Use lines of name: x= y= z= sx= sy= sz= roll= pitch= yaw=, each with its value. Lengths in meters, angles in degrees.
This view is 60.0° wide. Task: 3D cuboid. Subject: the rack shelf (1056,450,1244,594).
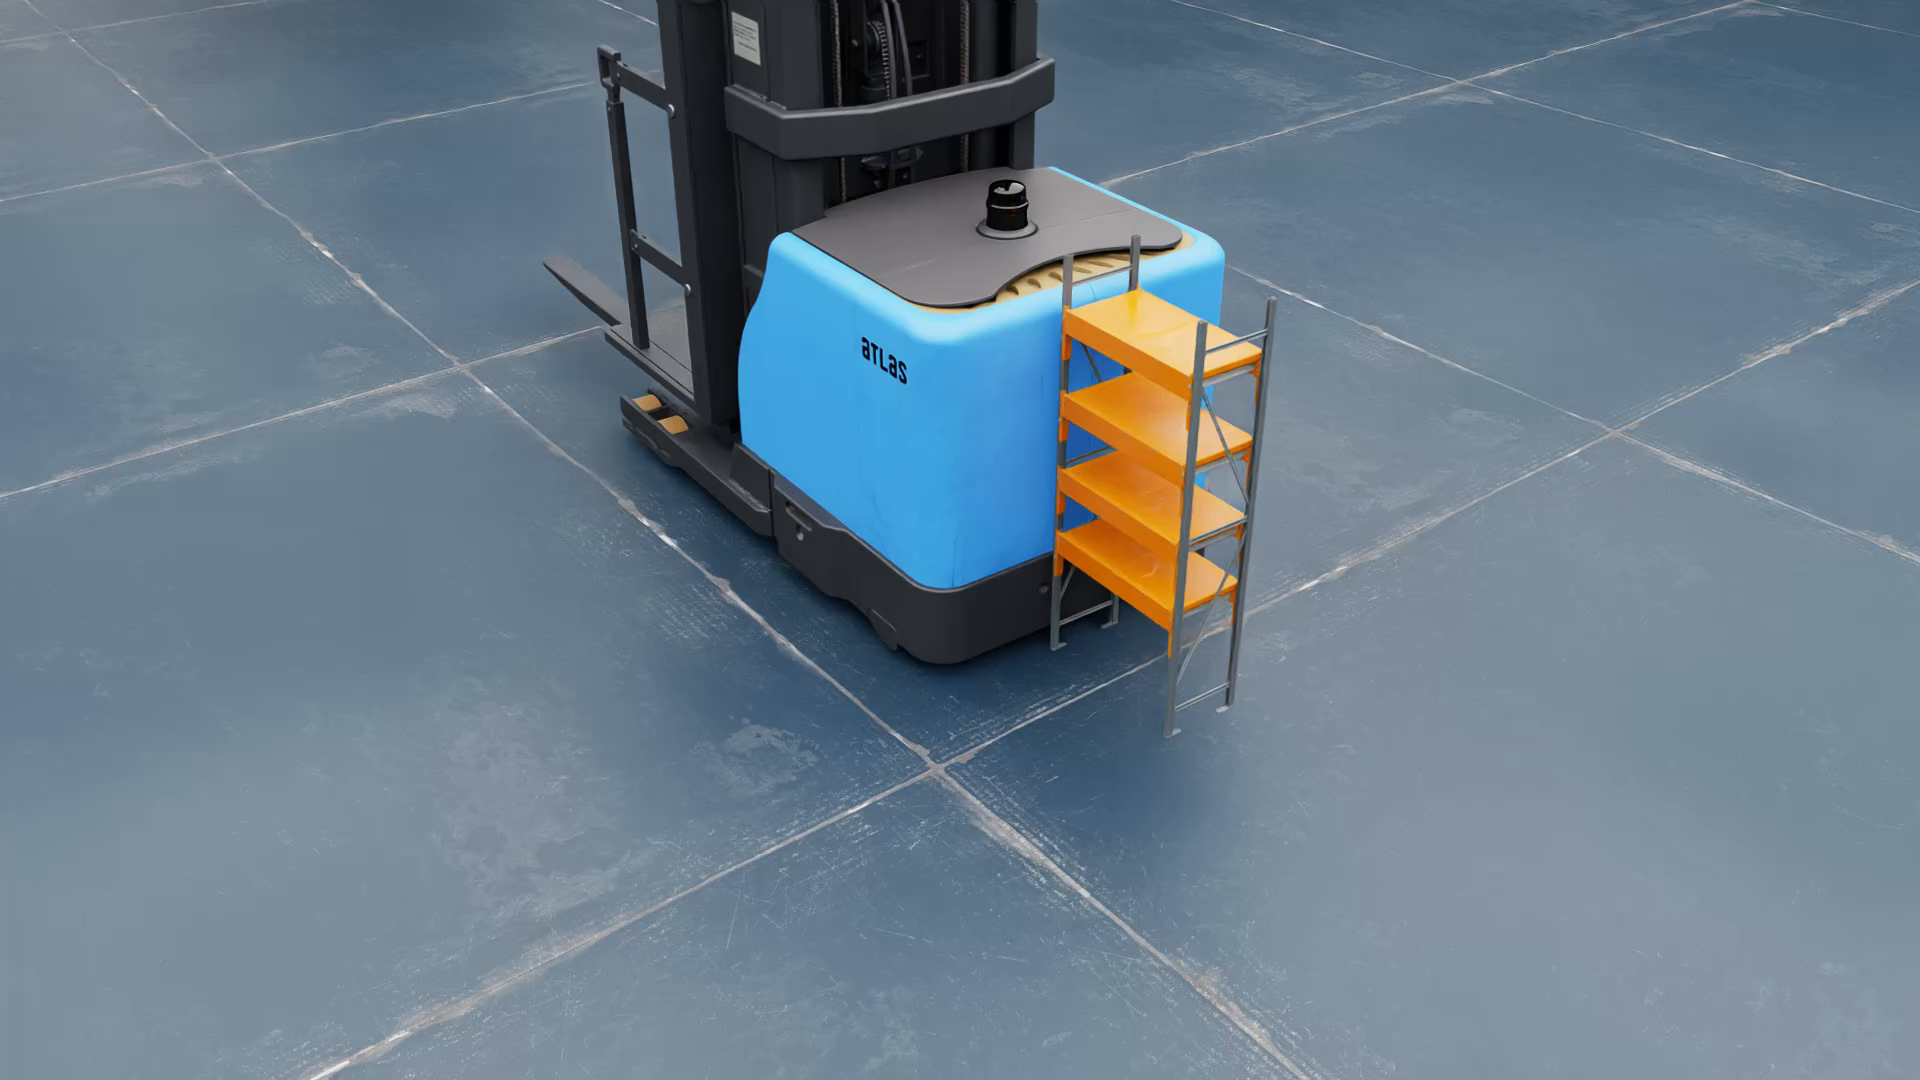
rack shelf: x=0.499 y=-0.068 z=4.350 sx=0.258 sy=0.148 sz=0.480 roll=-21 pitch=37 yaw=-29

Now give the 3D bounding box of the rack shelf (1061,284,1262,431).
rack shelf: x=0.499 y=-0.459 z=4.108 sx=0.258 sy=0.148 sz=0.480 roll=-21 pitch=37 yaw=-29

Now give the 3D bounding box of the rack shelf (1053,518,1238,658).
rack shelf: x=0.499 y=0.100 z=4.455 sx=0.258 sy=0.148 sz=0.480 roll=-21 pitch=37 yaw=-29

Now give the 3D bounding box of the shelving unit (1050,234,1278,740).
shelving unit: x=0.499 y=-0.126 z=4.315 sx=0.258 sy=1.200 sz=0.503 roll=-21 pitch=37 yaw=-29

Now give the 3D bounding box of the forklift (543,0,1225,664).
forklift: x=-0.519 y=-1.631 z=5.098 sx=1.130 sy=2.935 sz=3.031 roll=-21 pitch=37 yaw=-29

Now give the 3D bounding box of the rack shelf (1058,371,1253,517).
rack shelf: x=0.499 y=-0.258 z=4.232 sx=0.258 sy=0.148 sz=0.480 roll=-21 pitch=37 yaw=-29

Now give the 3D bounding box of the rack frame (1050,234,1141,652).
rack frame: x=0.358 y=-0.231 z=4.484 sx=0.240 sy=1.200 sz=0.015 roll=-21 pitch=37 yaw=-29

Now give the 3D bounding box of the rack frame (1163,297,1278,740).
rack frame: x=0.640 y=-0.021 z=4.146 sx=0.240 sy=1.200 sz=0.015 roll=-21 pitch=37 yaw=-29
